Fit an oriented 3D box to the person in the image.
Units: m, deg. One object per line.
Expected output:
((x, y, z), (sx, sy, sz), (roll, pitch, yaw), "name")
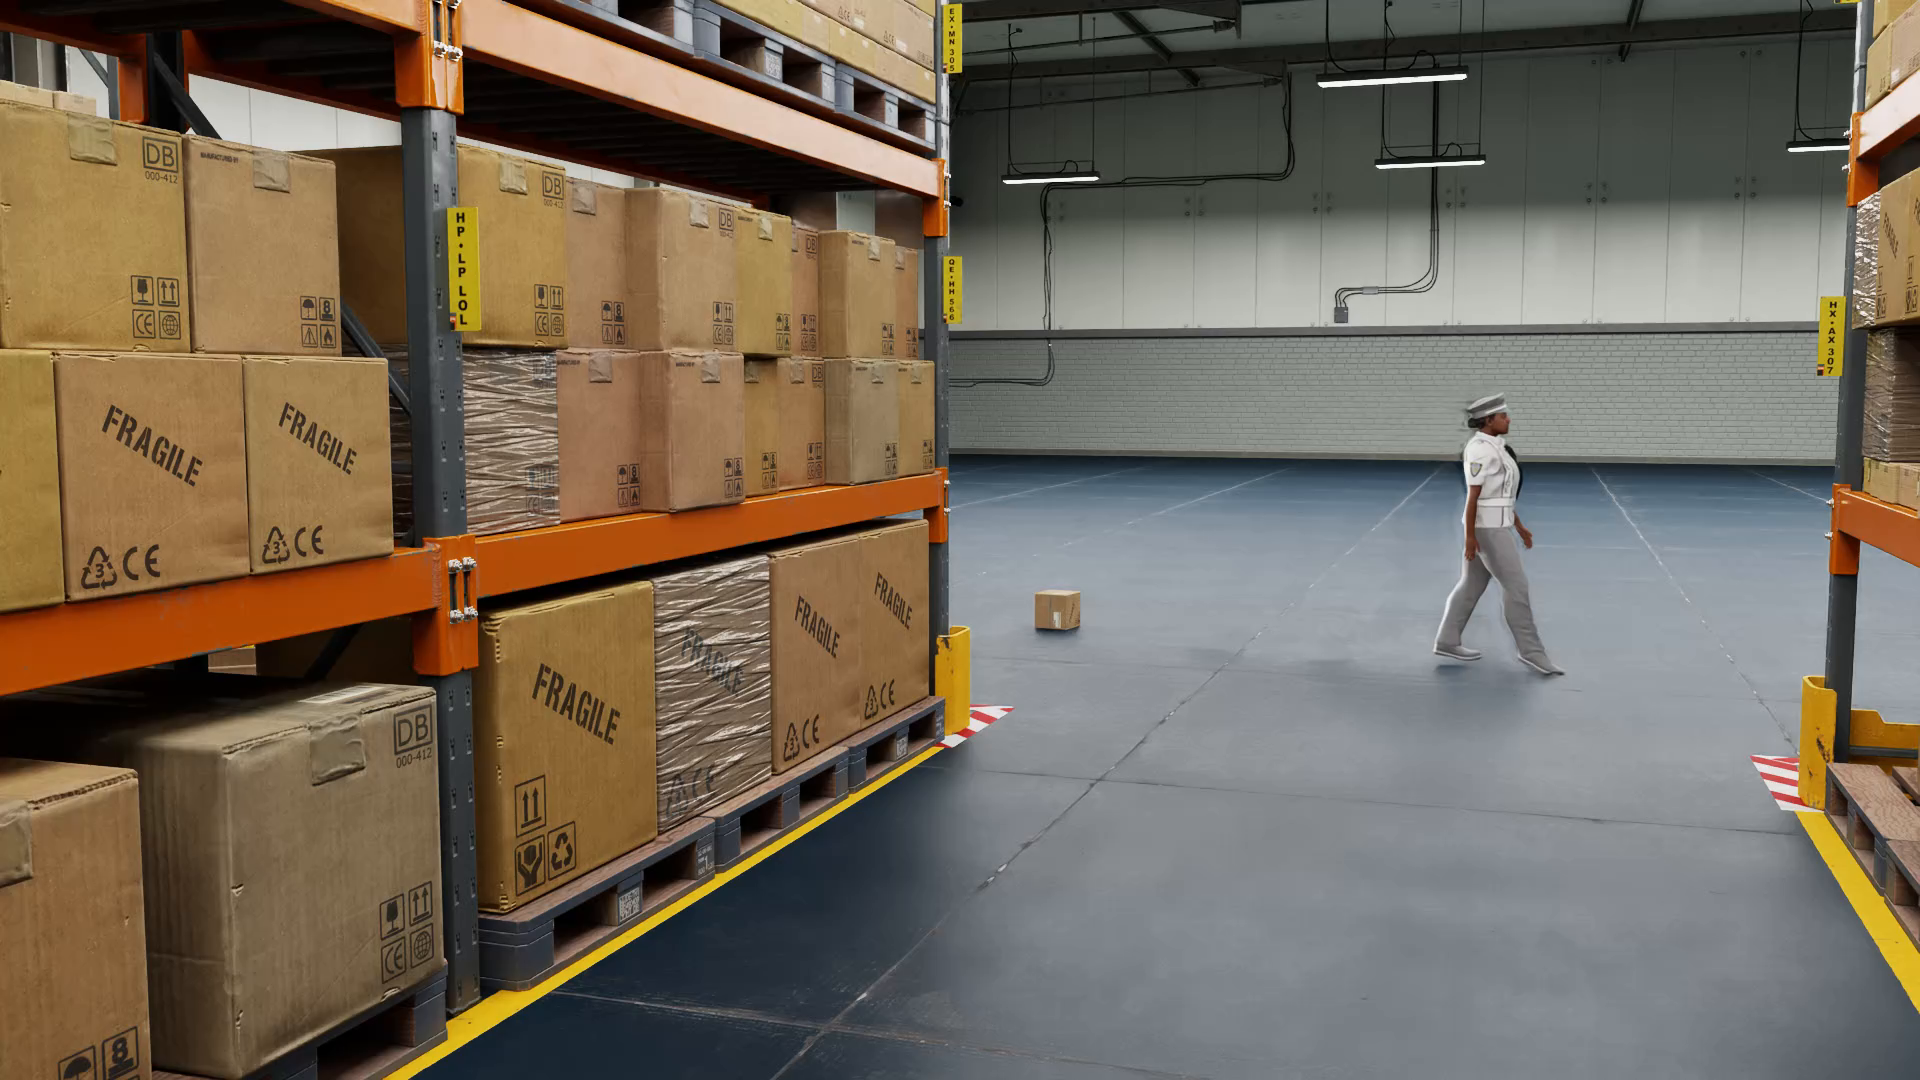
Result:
((3.322, -0.051, 10.181), (0.793, 1.708, 0.486), (2, 6, 23), "person")
